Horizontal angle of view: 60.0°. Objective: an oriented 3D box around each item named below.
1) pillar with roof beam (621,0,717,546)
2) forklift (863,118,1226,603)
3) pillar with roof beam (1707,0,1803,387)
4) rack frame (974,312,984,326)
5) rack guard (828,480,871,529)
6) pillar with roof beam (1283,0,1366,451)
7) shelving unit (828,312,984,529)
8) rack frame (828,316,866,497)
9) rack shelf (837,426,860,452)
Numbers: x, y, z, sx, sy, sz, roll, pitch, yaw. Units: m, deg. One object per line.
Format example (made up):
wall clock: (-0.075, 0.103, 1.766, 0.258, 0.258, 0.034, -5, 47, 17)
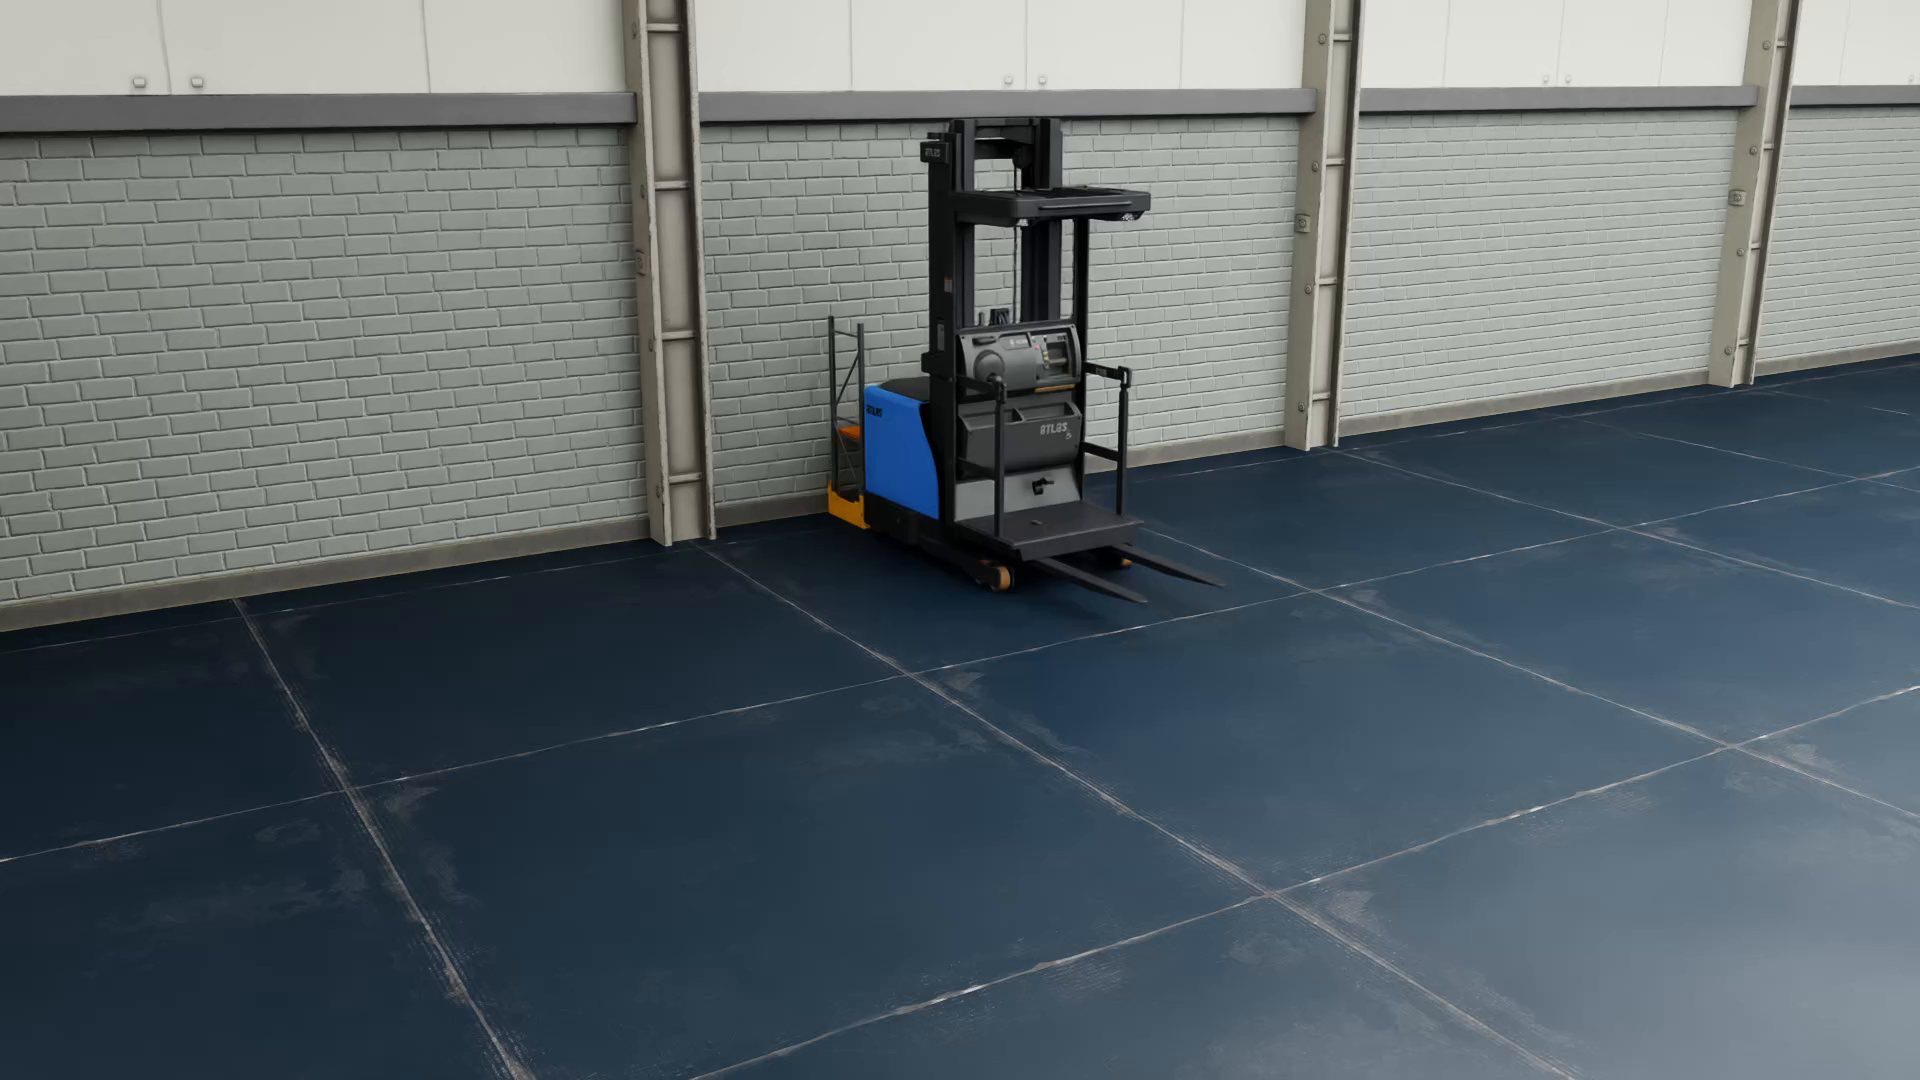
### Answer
pillar with roof beam: (0.222, -3.355, 7.206, 0.400, 9.000, 9.100, -9, 18, -30)
forklift: (0.521, -1.222, 10.840, 1.130, 2.935, 3.031, -10, 18, -31)
pillar with roof beam: (10.508, -5.023, 13.157, 0.400, 9.000, 9.100, -9, 18, -30)
rack frame: (0.041, -1.020, 12.755, 0.032, 1.500, 0.500, -10, 18, -30)
rack guard: (-0.819, -0.271, 12.408, 0.087, 0.250, 0.587, -10, 18, -30)
pillar with roof beam: (5.365, -4.189, 10.181, 0.400, 9.000, 9.100, -9, 18, -30)
shelving unit: (-0.399, -0.946, 12.494, 1.083, 1.500, 0.587, -10, 18, -30)
rack frame: (-0.825, -0.874, 12.243, 0.032, 1.500, 0.500, -10, 18, -30)
rack shelf: (-0.390, -0.773, 12.546, 1.000, 0.185, 0.538, -10, 18, -30)
